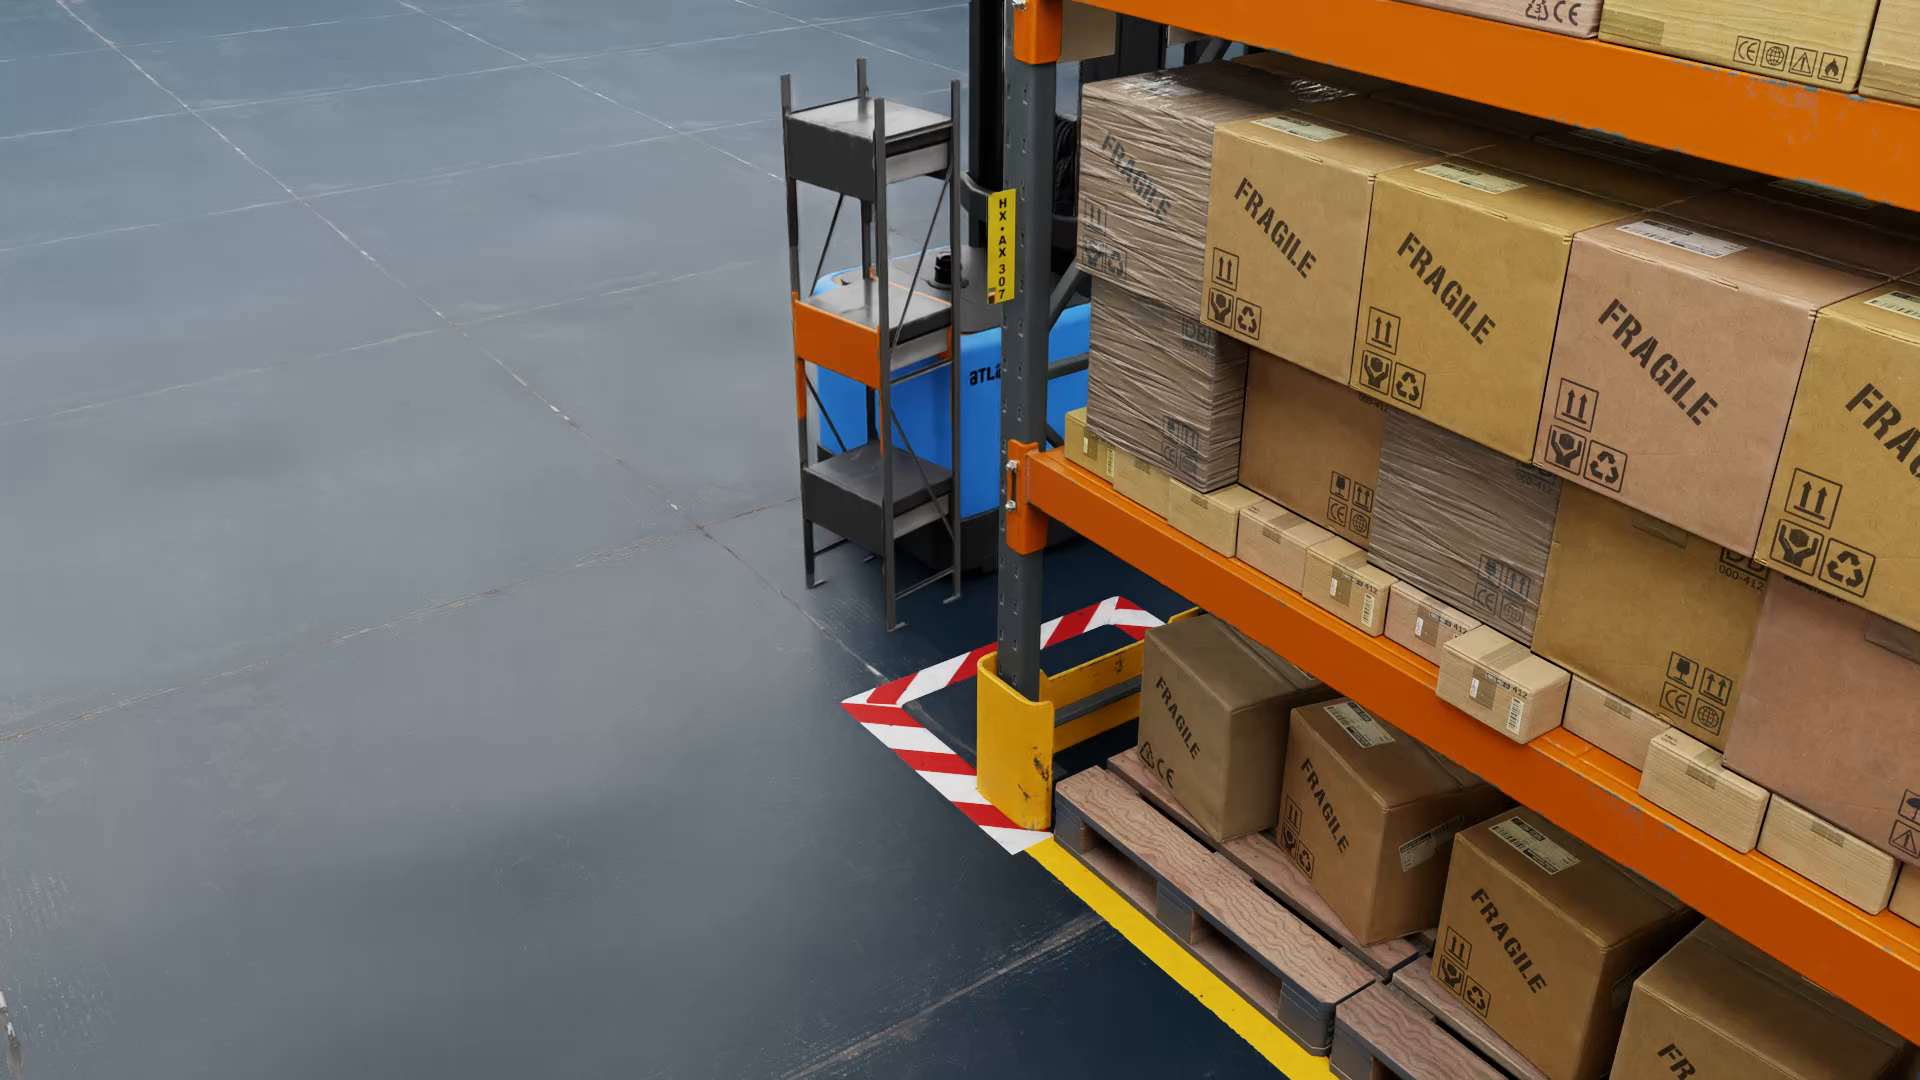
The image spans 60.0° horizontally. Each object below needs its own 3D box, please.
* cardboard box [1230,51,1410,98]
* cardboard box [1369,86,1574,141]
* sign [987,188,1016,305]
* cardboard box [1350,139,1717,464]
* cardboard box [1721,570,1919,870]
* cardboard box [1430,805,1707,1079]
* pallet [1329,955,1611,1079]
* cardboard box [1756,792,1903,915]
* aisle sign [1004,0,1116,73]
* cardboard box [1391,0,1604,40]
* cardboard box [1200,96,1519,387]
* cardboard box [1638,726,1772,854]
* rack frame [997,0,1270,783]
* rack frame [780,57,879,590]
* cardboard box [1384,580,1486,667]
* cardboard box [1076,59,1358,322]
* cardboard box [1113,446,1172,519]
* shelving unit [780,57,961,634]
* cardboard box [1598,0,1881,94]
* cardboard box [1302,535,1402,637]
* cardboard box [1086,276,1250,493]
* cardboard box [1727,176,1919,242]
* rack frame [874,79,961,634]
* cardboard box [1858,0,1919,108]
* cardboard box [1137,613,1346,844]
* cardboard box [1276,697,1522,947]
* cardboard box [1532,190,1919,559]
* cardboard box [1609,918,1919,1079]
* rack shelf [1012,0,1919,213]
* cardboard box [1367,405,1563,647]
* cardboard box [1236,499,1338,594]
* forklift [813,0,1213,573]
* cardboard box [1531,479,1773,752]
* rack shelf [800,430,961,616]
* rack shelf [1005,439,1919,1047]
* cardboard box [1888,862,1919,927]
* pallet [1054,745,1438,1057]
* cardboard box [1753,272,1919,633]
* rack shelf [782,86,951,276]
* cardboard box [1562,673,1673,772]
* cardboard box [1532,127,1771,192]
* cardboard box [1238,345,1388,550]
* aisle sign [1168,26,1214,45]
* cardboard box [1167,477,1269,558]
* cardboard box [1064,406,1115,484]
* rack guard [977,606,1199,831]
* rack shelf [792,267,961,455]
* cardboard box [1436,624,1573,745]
[{"bbox_3d":[1.083,-1.073,4.618,0.500,0.500,0.500,-19,34,-31],"label":"cardboard box"},{"bbox_3d":[1.378,-0.880,4.263,0.500,0.500,0.500,-19,34,-31],"label":"cardboard box"},{"bbox_3d":[0.121,-0.834,4.736,0.100,0.325,0.005,-19,34,-31],"label":"sign"},{"bbox_3d":[1.235,-0.538,3.634,0.500,0.500,0.500,-19,34,-31],"label":"cardboard box"},{"bbox_3d":[2.039,0.214,3.297,0.875,0.500,0.500,-19,34,-31],"label":"cardboard box"},{"bbox_3d":[1.634,1.029,4.392,0.500,0.500,0.500,-15,32,-26],"label":"cardboard box"},{"bbox_3d":[1.753,1.450,4.358,1.003,0.211,1.213,-19,34,-31],"label":"pallet"},{"bbox_3d":[1.834,0.560,3.340,0.380,0.149,0.250,-19,34,-31],"label":"cardboard box"},{"bbox_3d":[0.283,-1.687,4.490,0.394,0.787,0.004,-19,34,-31],"label":"aisle sign"},{"bbox_3d":[1.220,-1.205,3.340,0.500,0.250,0.500,-19,34,-31],"label":"cardboard box"},{"bbox_3d":[0.944,-0.732,3.992,0.500,0.500,0.500,-19,34,-31],"label":"cardboard box"},{"bbox_3d":[1.661,0.472,3.501,0.380,0.149,0.250,-19,34,-31],"label":"cardboard box"},{"bbox_3d":[0.563,-0.604,5.219,1.000,3.000,0.127,-19,34,-31],"label":"rack frame"},{"bbox_3d":[-0.491,-0.786,6.496,0.015,2.100,0.400,25,37,38],"label":"rack frame"},{"bbox_3d":[1.265,0.167,4.062,0.380,0.149,0.250,-19,34,-31],"label":"cardboard box"},{"bbox_3d":[0.660,-0.929,4.353,0.500,0.500,0.500,-19,34,-31],"label":"cardboard box"},{"bbox_3d":[0.663,-0.214,4.765,0.380,0.149,0.250,-19,34,-31],"label":"cardboard box"},{"bbox_3d":[-0.317,-0.704,6.346,0.503,2.100,0.431,25,37,38],"label":"shelving unit"},{"bbox_3d":[1.526,-1.004,2.970,0.500,0.250,0.500,-18,33,-29],"label":"cardboard box"},{"bbox_3d":[1.097,0.078,4.227,0.380,0.149,0.250,-19,34,-31],"label":"cardboard box"},{"bbox_3d":[0.860,-0.557,4.717,0.875,0.500,0.500,-19,34,-31],"label":"cardboard box"},{"bbox_3d":[1.949,-0.488,3.542,0.500,0.500,0.500,-19,34,-31],"label":"cardboard box"},{"bbox_3d":[-0.143,-0.622,6.196,0.015,2.100,0.400,25,37,38],"label":"rack frame"},{"bbox_3d":[1.812,-0.809,2.610,0.500,0.250,0.500,-19,34,-31],"label":"cardboard box"},{"bbox_3d":[0.911,0.557,5.260,0.500,0.500,0.500,-12,31,-22],"label":"cardboard box"},{"bbox_3d":[1.286,0.780,4.850,0.500,0.500,0.500,-10,30,-18],"label":"cardboard box"},{"bbox_3d":[1.530,-0.346,3.280,0.500,0.500,0.500,-19,34,-31],"label":"cardboard box"},{"bbox_3d":[1.921,1.258,3.969,0.500,0.500,0.500,-22,36,-35],"label":"cardboard box"},{"bbox_3d":[1.723,-0.829,3.243,1.077,0.370,4.000,-19,34,-31],"label":"rack shelf"},{"bbox_3d":[1.502,-0.190,4.040,0.875,0.500,0.500,-19,34,-31],"label":"cardboard box"},{"bbox_3d":[0.958,-0.022,4.410,0.380,0.149,0.250,-19,34,-31],"label":"cardboard box"},{"bbox_3d":[0.847,-1.699,7.307,3.031,2.935,1.130,-20,34,-32],"label":"forklift"},{"bbox_3d":[1.783,0.008,3.676,0.875,0.500,0.500,-19,34,-31],"label":"cardboard box"},{"bbox_3d":[-0.317,-0.077,6.687,0.480,0.518,0.431,25,37,38],"label":"rack shelf"},{"bbox_3d":[1.723,0.490,3.959,1.077,0.370,4.000,-19,34,-31],"label":"rack shelf"},{"bbox_3d":[2.012,0.646,3.182,0.380,0.149,0.250,-19,34,-31],"label":"cardboard box"},{"bbox_3d":[1.049,0.977,5.231,1.003,0.211,1.213,-19,34,-31],"label":"pallet"},{"bbox_3d":[1.818,-0.150,2.920,0.500,0.500,0.500,-19,34,-31],"label":"cardboard box"},{"bbox_3d":[-0.317,-1.307,6.018,0.480,0.518,0.431,25,37,38],"label":"rack shelf"},{"bbox_3d":[1.578,0.354,3.719,0.380,0.149,0.250,-19,34,-31],"label":"cardboard box"},{"bbox_3d":[1.666,-0.685,3.904,0.500,0.500,0.500,-19,34,-31],"label":"cardboard box"},{"bbox_3d":[1.247,-0.396,4.420,0.875,0.500,0.500,-19,34,-31],"label":"cardboard box"},{"bbox_3d":[0.771,-1.854,4.796,0.394,0.787,0.004,-19,34,-31],"label":"aisle sign"},{"bbox_3d":[0.796,-0.113,4.578,0.380,0.149,0.250,-19,34,-31],"label":"cardboard box"},{"bbox_3d":[0.534,-0.317,4.954,0.380,0.149,0.250,-19,34,-31],"label":"cardboard box"},{"bbox_3d":[0.607,0.524,5.761,1.175,0.500,0.348,-19,34,-31],"label":"rack guard"},{"bbox_3d":[-0.317,-0.692,6.353,0.480,0.518,0.431,25,37,38],"label":"rack shelf"},{"bbox_3d":[1.325,0.293,3.830,0.380,0.149,0.250,-19,34,-31],"label":"cardboard box"}]
